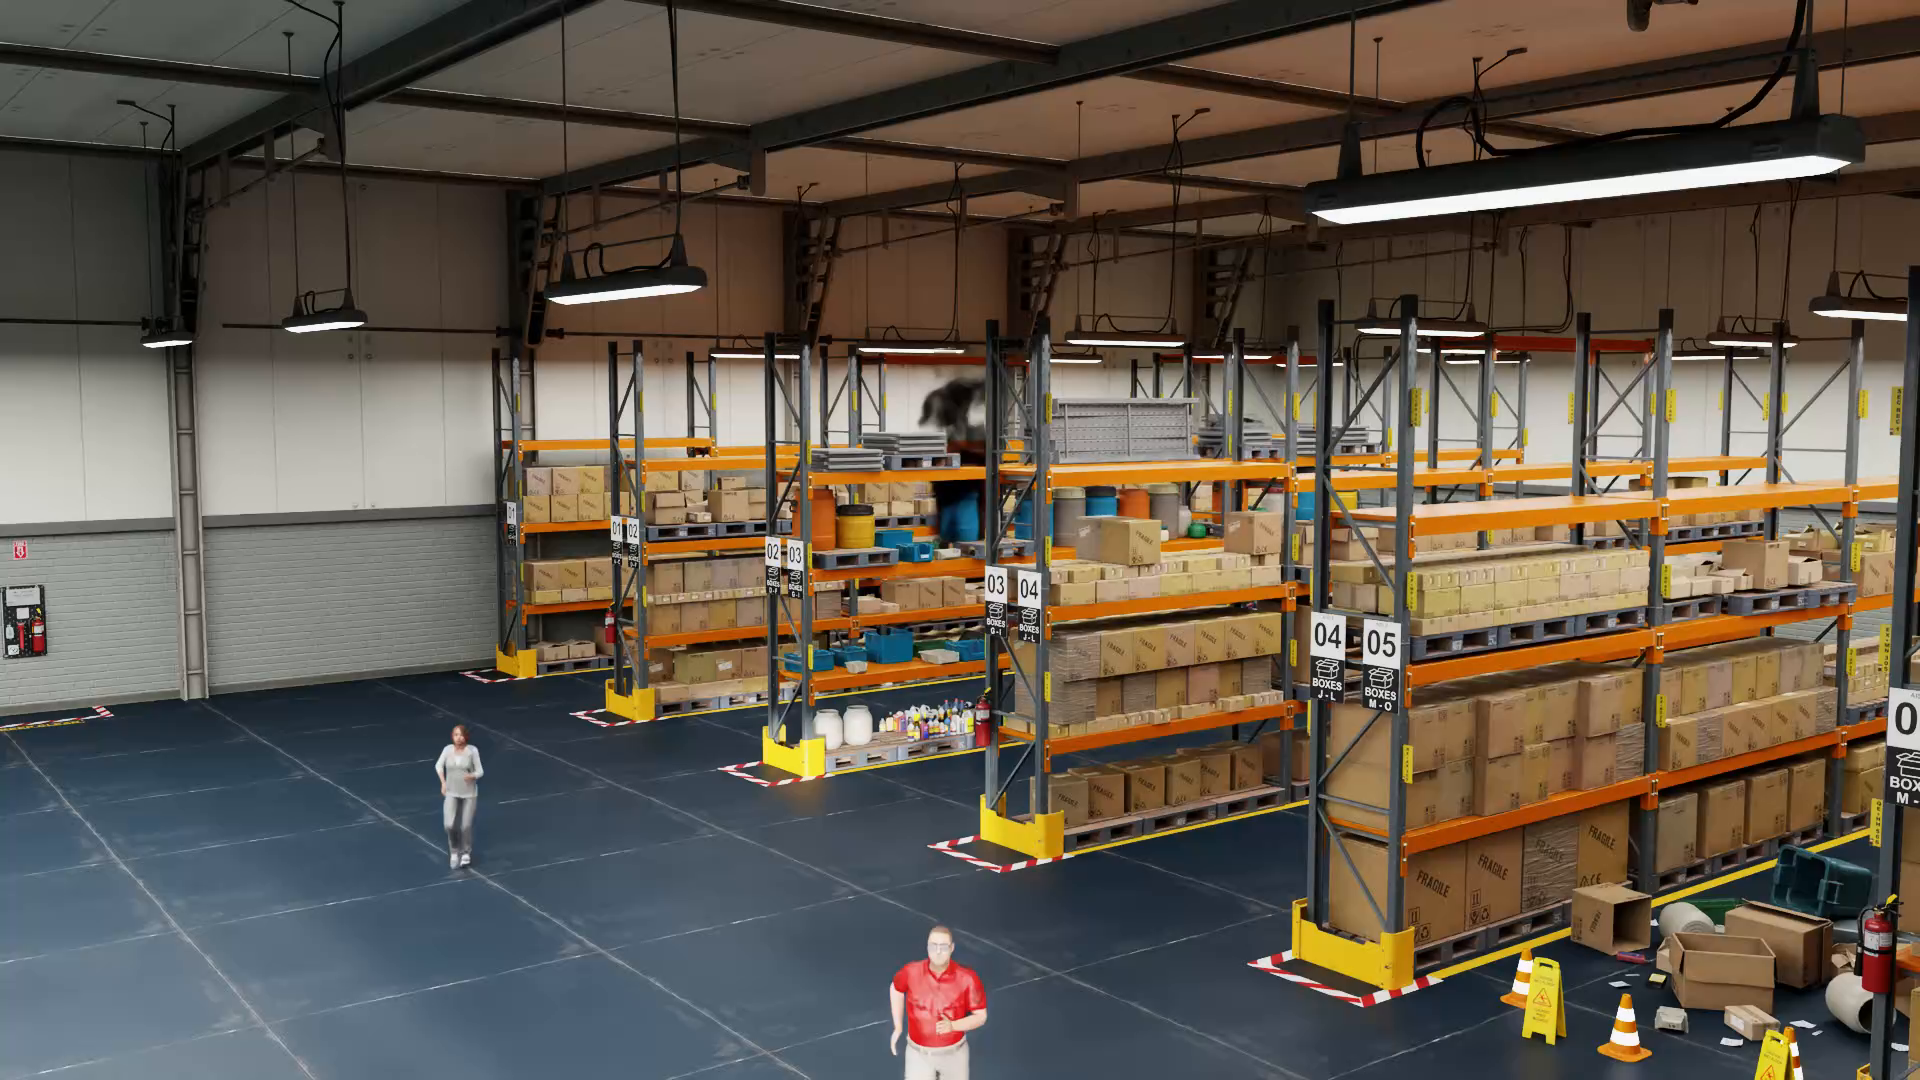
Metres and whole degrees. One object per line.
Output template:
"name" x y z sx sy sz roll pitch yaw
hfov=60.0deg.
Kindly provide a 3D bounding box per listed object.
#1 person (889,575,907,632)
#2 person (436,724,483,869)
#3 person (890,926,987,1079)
"person" -1.154 1.520 31.925 0.821 1.713 0.665 -4 7 -42
"person" -5.428 2.790 18.015 0.521 1.582 0.607 -1 5 -10
"person" -0.142 3.375 10.717 0.633 1.800 0.785 0 5 0
